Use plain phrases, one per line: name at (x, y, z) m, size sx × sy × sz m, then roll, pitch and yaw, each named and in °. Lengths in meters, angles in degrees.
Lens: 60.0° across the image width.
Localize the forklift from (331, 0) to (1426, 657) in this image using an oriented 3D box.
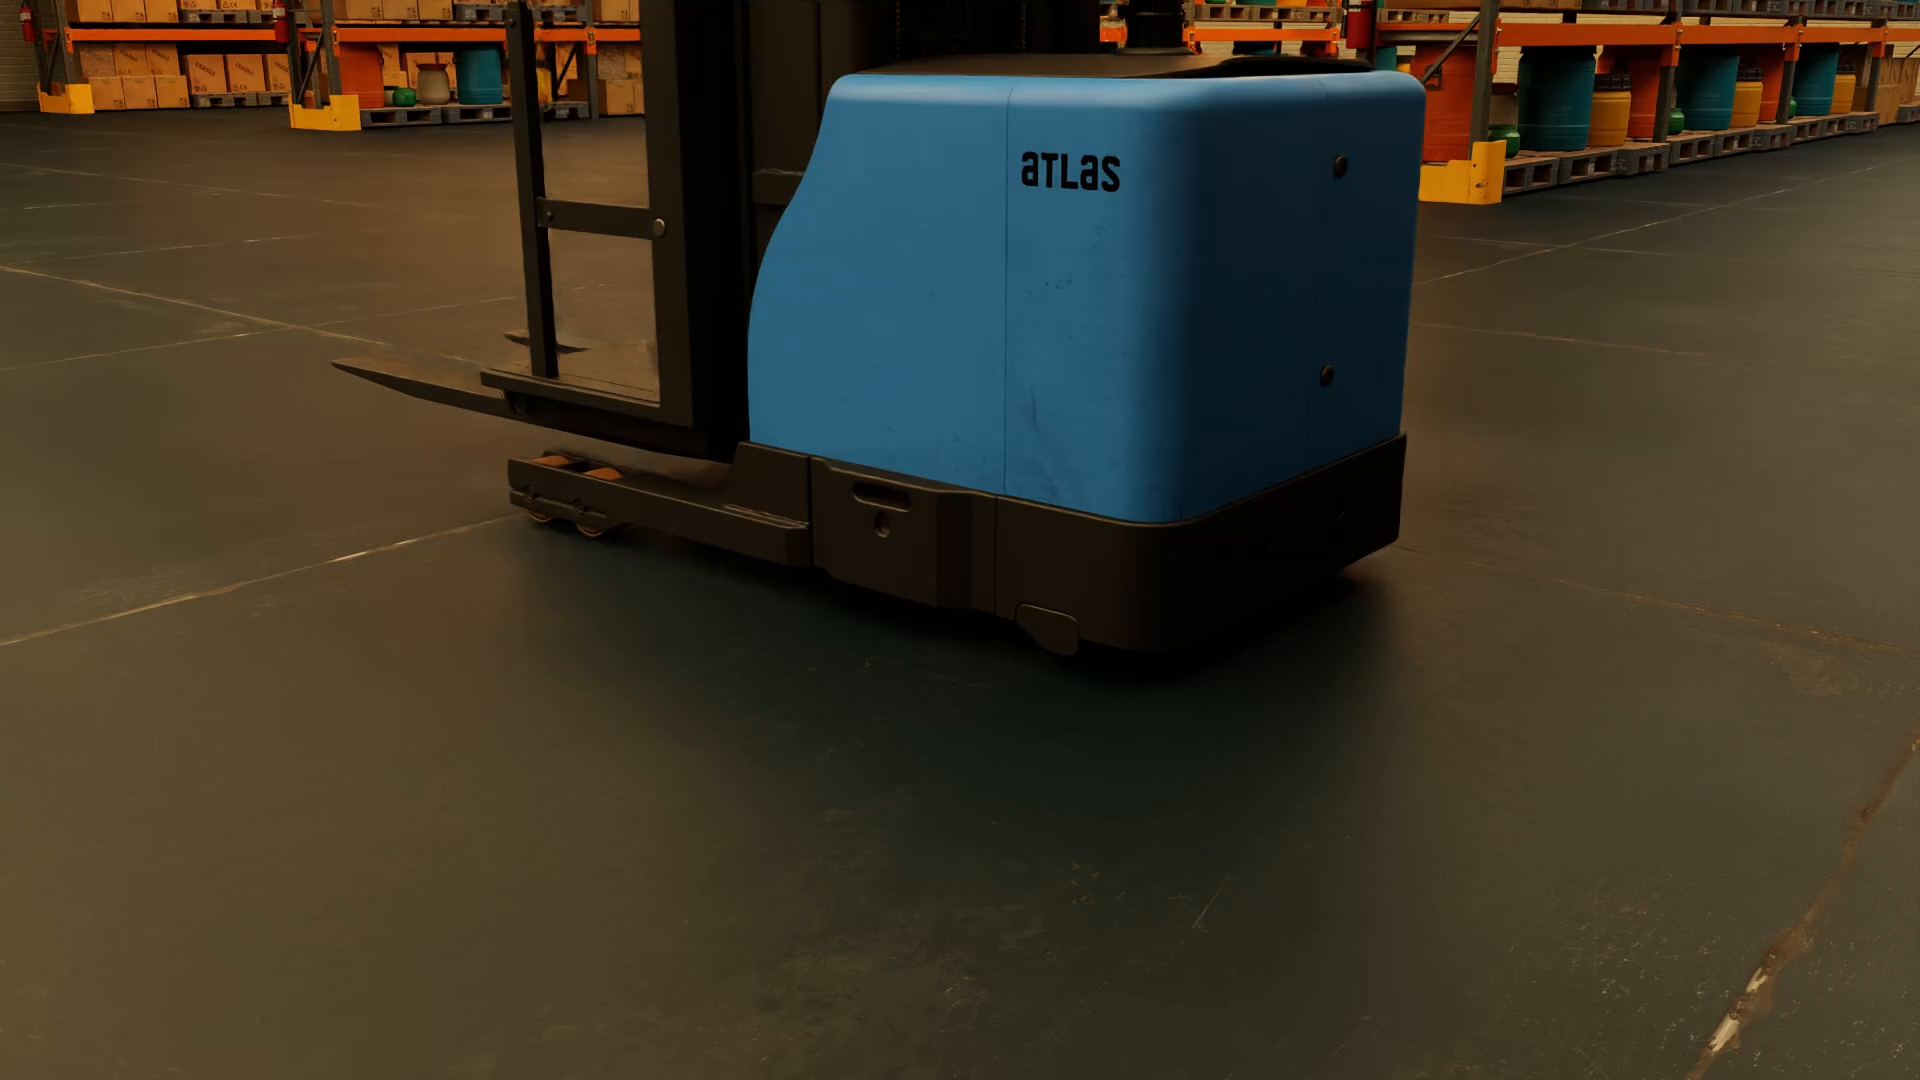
forklift at (-0.478, -1.513, 3.881) m, size 3.031 × 2.935 × 1.130 m, roll 13°, pitch 21°, yaw 37°
